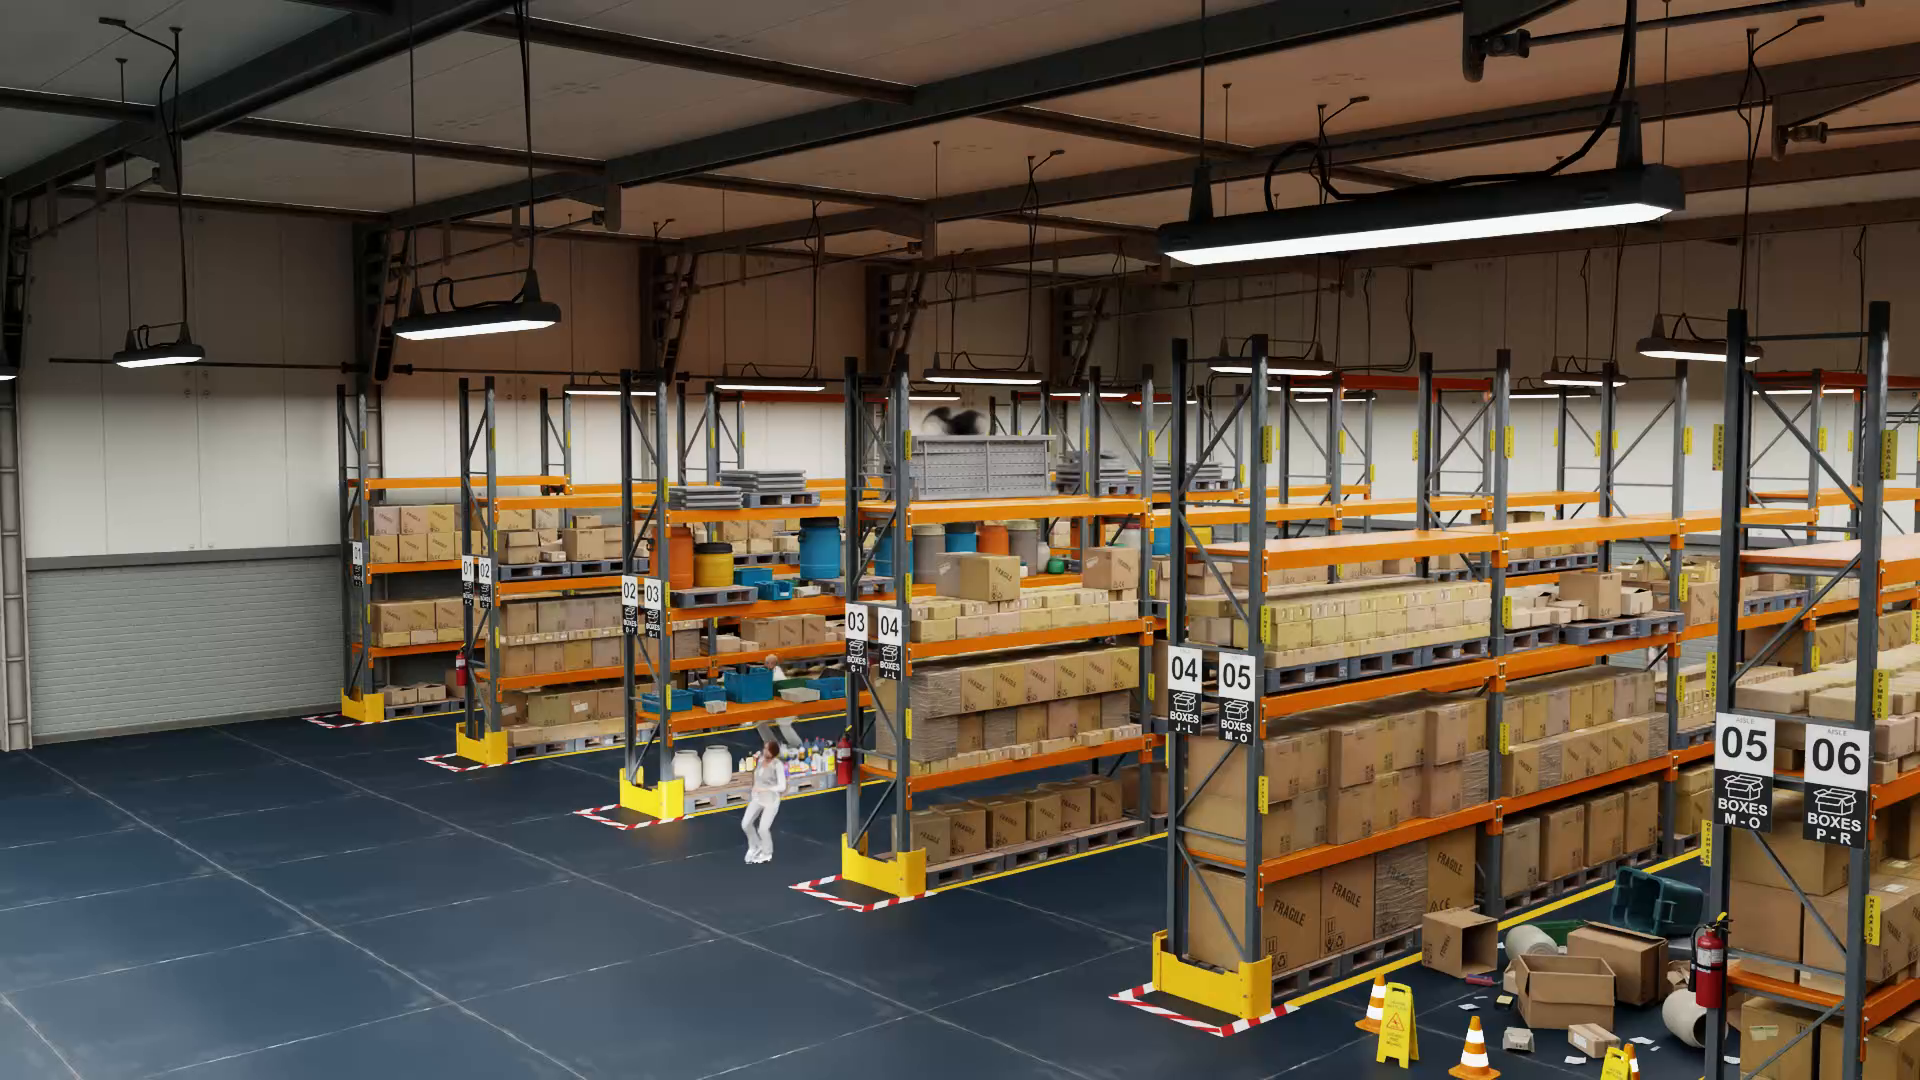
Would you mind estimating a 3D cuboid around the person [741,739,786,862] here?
[{"bbox_3d":[-2.289,3.110,19.661,0.574,1.502,0.583,2,4,30],"label":"person"}]

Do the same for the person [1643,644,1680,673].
[{"bbox_3d":[12.262,2.387,29.088,0.647,1.737,0.922,2,4,31],"label":"person"}]

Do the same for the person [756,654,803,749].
[{"bbox_3d":[-2.776,2.609,26.106,0.886,1.685,0.718,-2,4,-31],"label":"person"}]
